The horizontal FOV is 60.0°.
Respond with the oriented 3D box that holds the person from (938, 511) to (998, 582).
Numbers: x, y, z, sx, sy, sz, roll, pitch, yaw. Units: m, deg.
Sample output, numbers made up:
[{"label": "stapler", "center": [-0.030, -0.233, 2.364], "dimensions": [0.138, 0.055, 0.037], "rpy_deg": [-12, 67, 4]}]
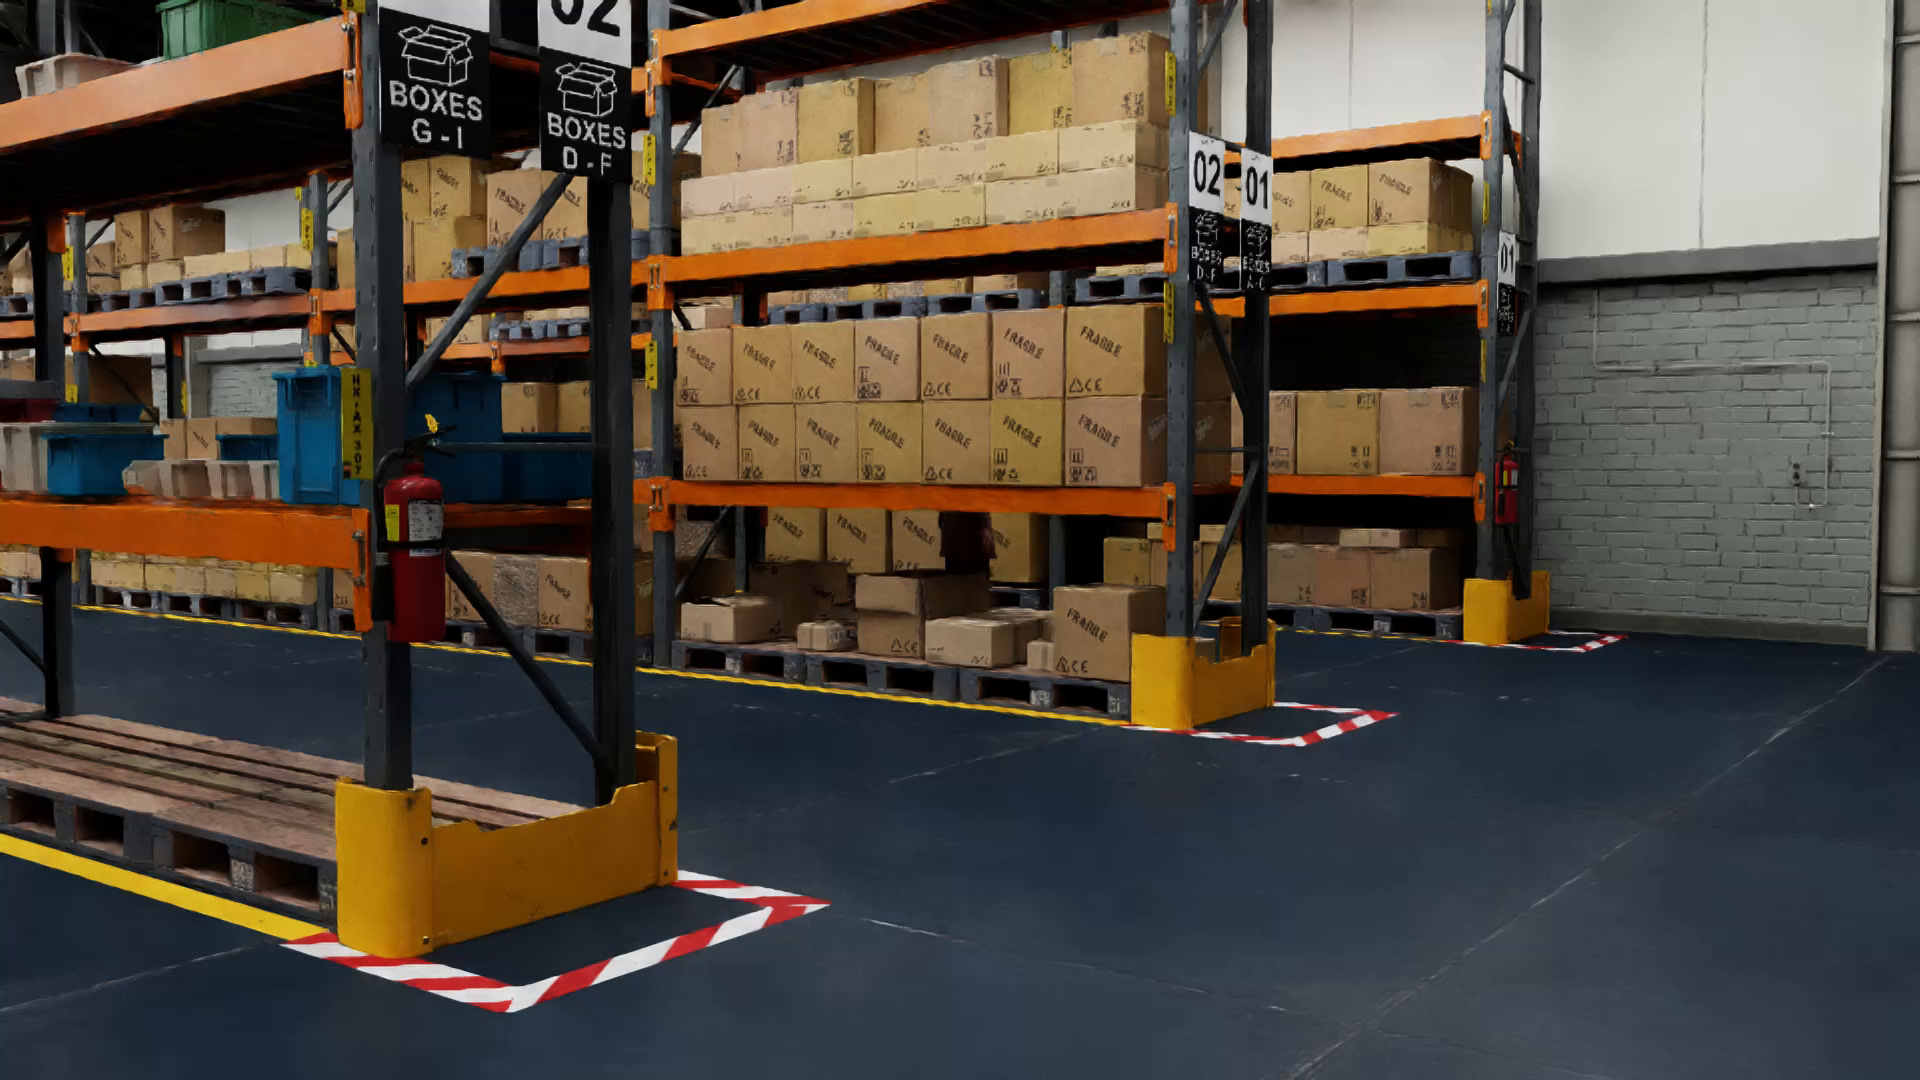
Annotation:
[{"label": "person", "center": [0.058, -0.076, 12.374], "dimensions": [0.437, 1.780, 0.674], "rpy_deg": [-2, 4, -31]}]
